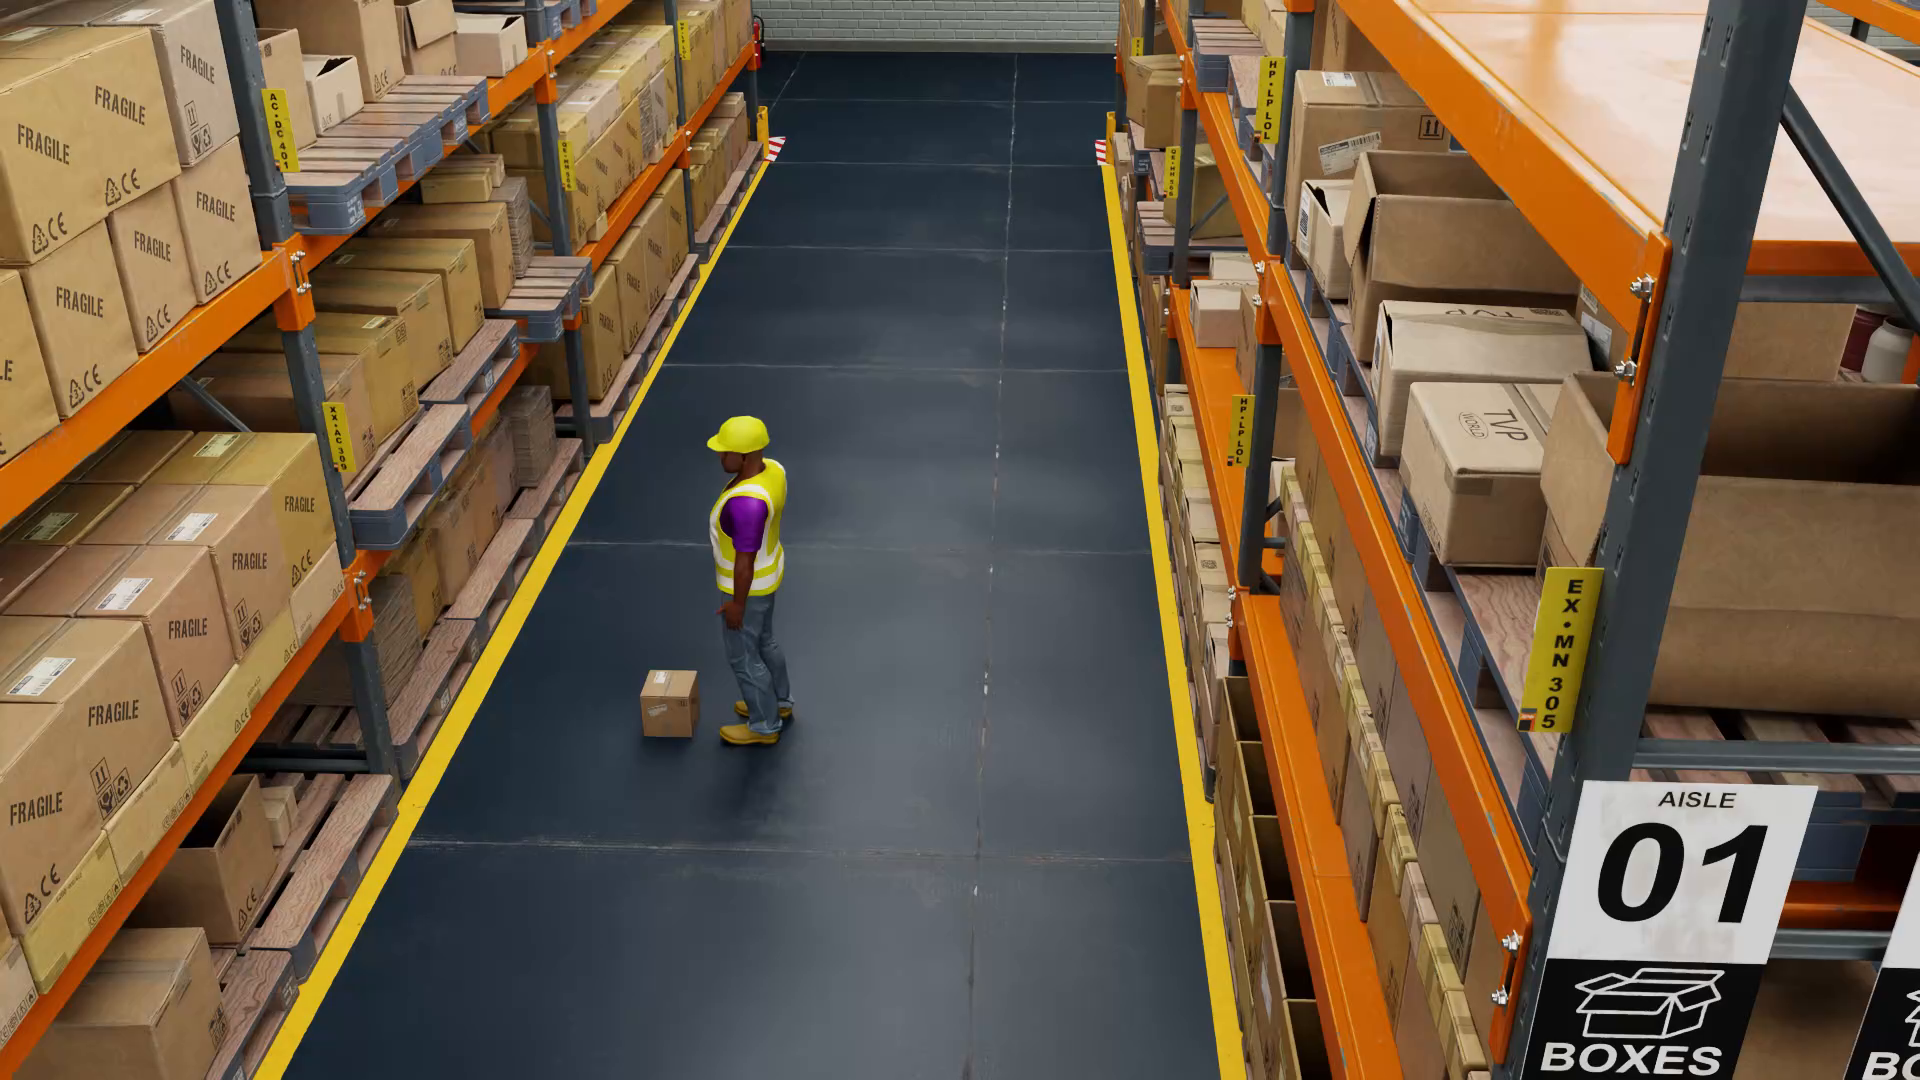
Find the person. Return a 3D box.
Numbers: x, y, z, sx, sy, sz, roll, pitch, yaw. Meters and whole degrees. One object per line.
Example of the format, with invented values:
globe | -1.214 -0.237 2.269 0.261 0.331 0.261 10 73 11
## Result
person | -1.040 0.201 8.222 0.370 1.765 0.564 2 28 4
